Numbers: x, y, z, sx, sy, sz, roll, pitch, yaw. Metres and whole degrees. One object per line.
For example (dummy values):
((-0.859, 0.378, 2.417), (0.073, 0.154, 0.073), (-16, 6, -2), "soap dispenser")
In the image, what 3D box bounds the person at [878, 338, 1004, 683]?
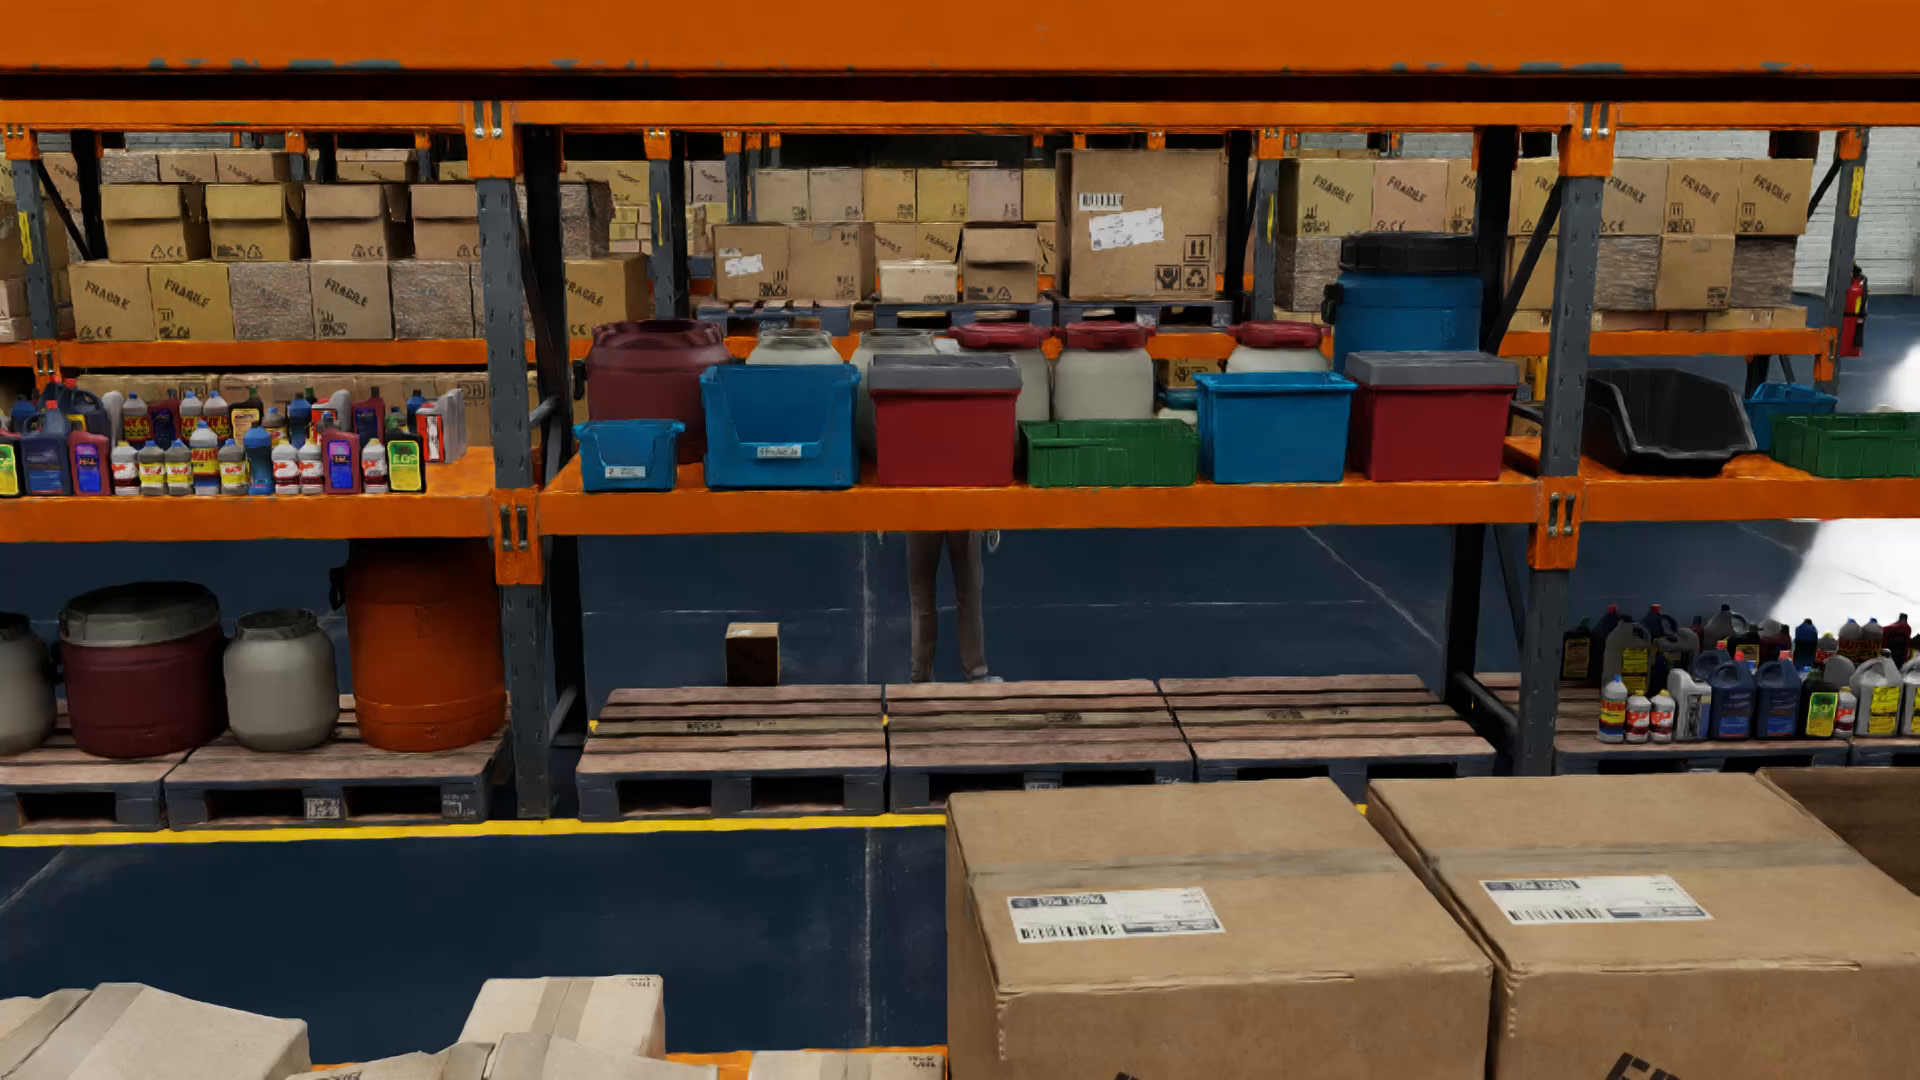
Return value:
((-0.083, -0.096, 7.782), (0.599, 1.684, 0.417), (-3, 14, -10), "person")
